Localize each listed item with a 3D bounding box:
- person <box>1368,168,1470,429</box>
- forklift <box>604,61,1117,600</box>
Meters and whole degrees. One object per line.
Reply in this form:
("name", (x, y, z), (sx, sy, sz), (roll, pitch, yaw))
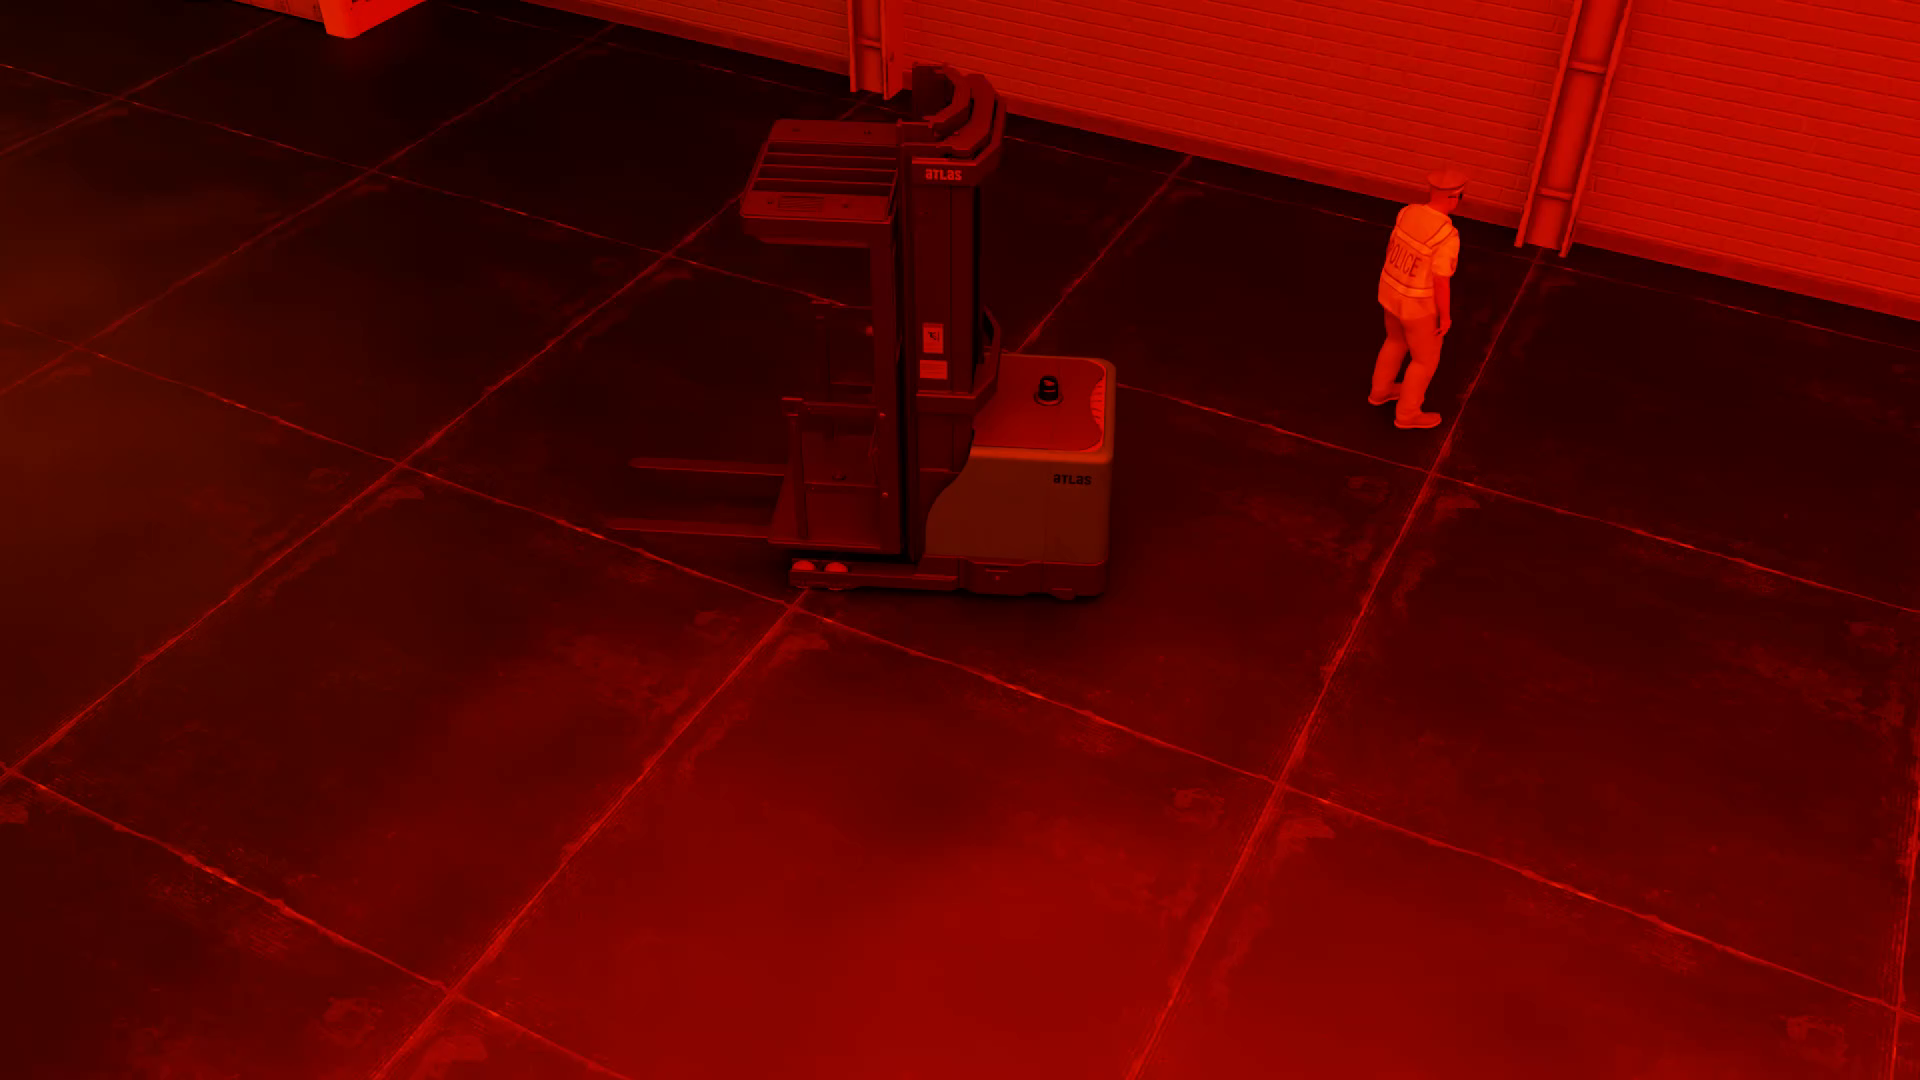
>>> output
("person", (2.943, -1.550, 10.746), (0.440, 1.747, 0.585), (-17, 43, -19))
("forklift", (-0.606, -1.157, 9.360), (3.031, 2.935, 1.130), (3, 40, 4))
